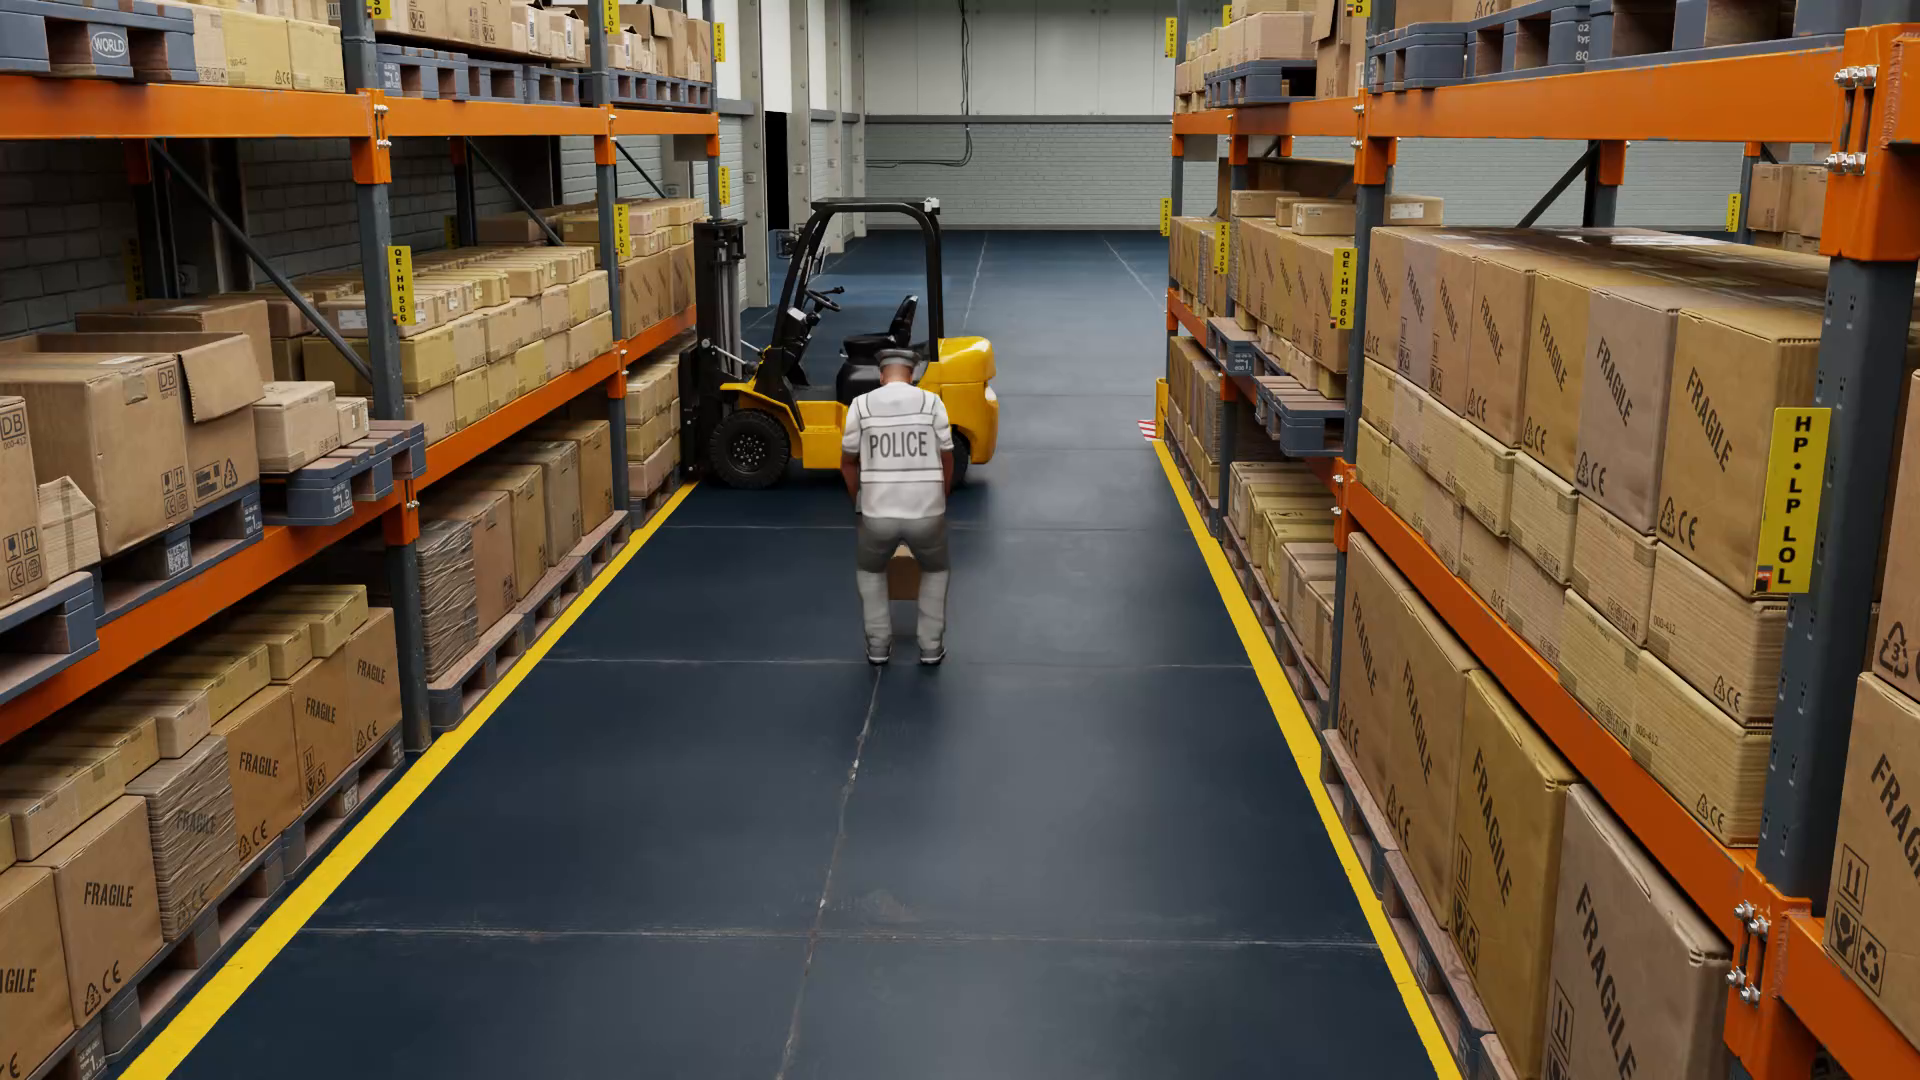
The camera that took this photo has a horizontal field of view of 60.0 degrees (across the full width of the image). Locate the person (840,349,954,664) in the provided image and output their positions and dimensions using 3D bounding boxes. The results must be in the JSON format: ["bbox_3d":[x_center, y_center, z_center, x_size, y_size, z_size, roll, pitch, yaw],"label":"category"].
[{"bbox_3d":[-0.322,-0.165,8.516,0.581,1.594,0.658,1,14,2],"label":"person"}]
